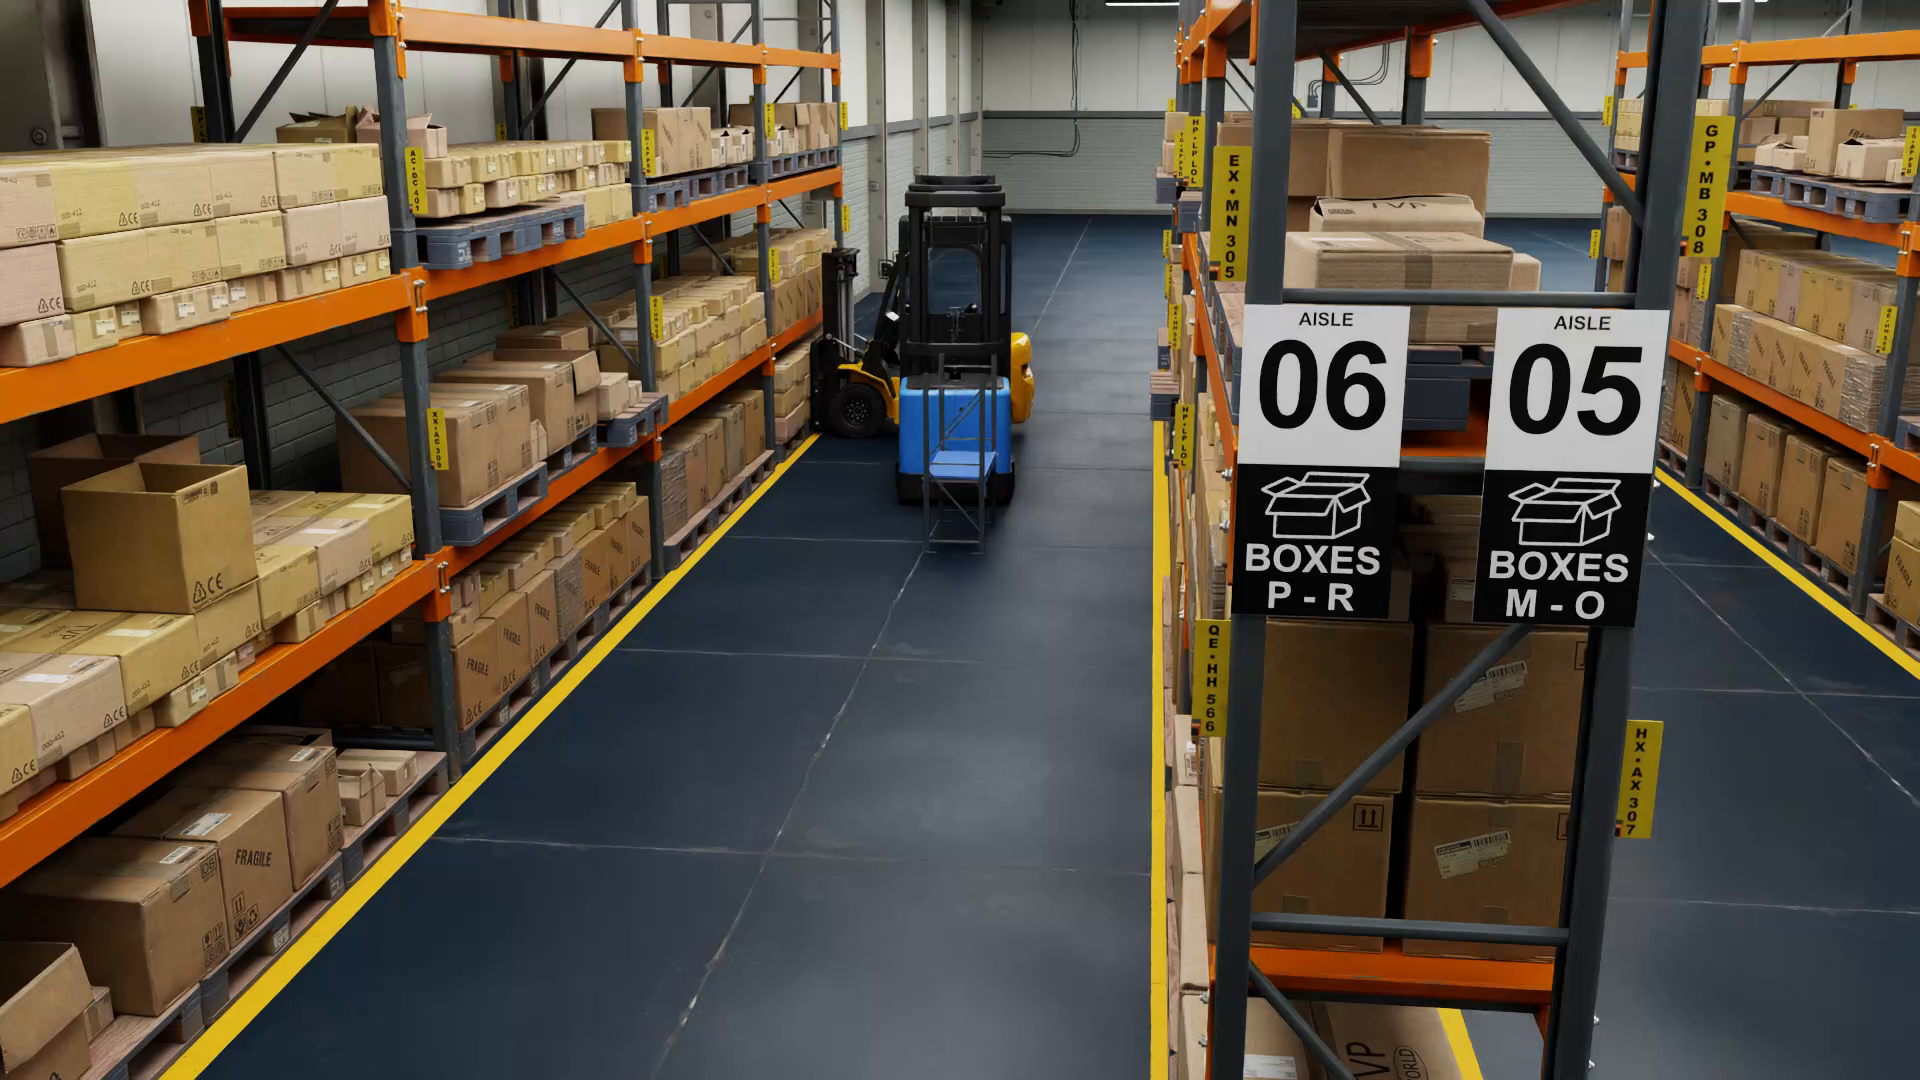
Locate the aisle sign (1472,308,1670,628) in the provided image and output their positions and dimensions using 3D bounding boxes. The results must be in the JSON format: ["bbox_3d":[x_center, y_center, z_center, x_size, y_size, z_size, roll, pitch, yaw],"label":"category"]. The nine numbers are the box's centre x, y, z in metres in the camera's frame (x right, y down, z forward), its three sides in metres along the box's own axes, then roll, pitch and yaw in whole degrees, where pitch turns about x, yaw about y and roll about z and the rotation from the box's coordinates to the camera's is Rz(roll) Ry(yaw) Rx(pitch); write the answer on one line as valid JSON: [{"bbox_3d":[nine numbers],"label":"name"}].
[{"bbox_3d":[1.483,-0.168,4.058,0.394,0.787,0.004,2,15,6],"label":"aisle sign"}]

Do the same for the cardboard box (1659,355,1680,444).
[{"bbox_3d":[7.725,-1.505,17.249,0.875,0.875,0.875,2,15,7],"label":"cardboard box"}]

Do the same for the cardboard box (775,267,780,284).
[{"bbox_3d":[-2.050,-2.702,16.973,0.380,0.149,0.250,2,15,8],"label":"cardboard box"}]

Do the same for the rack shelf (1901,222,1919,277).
[{"bbox_3d":[6.810,-1.478,9.513,1.077,0.370,4.000,2,15,6],"label":"rack shelf"}]

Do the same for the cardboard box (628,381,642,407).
[{"bbox_3d":[-2.519,-1.061,12.015,0.380,0.149,0.250,2,15,7],"label":"cardboard box"}]

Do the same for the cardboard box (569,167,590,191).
[{"bbox_3d":[-2.716,-2.430,11.179,0.380,0.149,0.250,2,15,6],"label":"cardboard box"}]

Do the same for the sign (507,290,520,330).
[{"bbox_3d":[-3.378,-1.735,12.615,0.100,0.325,0.005,2,15,6],"label":"sign"}]

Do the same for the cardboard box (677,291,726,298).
[{"bbox_3d":[-2.308,-2.132,14.867,0.380,0.149,0.250,2,15,7],"label":"cardboard box"}]

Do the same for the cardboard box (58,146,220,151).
[{"bbox_3d":[-3.659,-1.629,7.453,0.500,0.250,0.500,1,15,5],"label":"cardboard box"}]

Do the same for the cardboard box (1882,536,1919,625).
[{"bbox_3d":[6.702,0.284,11.350,0.500,0.500,0.500,1,15,4],"label":"cardboard box"}]

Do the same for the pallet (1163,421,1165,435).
[{"bbox_3d":[2.733,-1.199,18.194,1.003,0.211,1.213,2,15,6],"label":"pallet"}]

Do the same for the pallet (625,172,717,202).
[{"bbox_3d":[-2.716,-2.986,14.075,1.003,0.211,1.213,2,15,9],"label":"pallet"}]

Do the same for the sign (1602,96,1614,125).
[{"bbox_3d":[7.388,-4.897,18.953,0.100,0.325,0.005,2,15,6],"label":"sign"}]

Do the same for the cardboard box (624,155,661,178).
[{"bbox_3d":[-2.485,-2.829,12.581,0.380,0.166,0.250,2,15,6],"label":"cardboard box"}]

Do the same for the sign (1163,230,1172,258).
[{"bbox_3d":[2.469,-3.524,19.791,0.100,0.325,0.005,2,15,6],"label":"sign"}]

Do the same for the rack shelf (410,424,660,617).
[{"bbox_3d":[-3.052,-0.295,10.884,1.077,0.370,4.000,2,15,6],"label":"rack shelf"}]

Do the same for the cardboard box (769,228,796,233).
[{"bbox_3d":[-2.174,-3.660,19.946,0.380,0.149,0.250,1,15,5],"label":"cardboard box"}]

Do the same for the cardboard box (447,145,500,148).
[{"bbox_3d":[-3.249,-2.520,10.944,0.380,0.149,0.250,2,15,6],"label":"cardboard box"}]

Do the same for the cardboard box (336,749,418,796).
[{"bbox_3d":[-3.049,1.203,8.623,0.380,0.149,0.250,1,15,5],"label":"cardboard box"}]

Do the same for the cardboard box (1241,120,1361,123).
[{"bbox_3d":[2.183,-2.452,10.742,0.700,0.500,0.500,1,15,3],"label":"cardboard box"}]

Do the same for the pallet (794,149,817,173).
[{"bbox_3d":[-2.165,-4.141,18.153,1.003,0.211,1.213,2,15,6],"label":"pallet"}]

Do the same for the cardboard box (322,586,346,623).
[{"bbox_3d":[-3.133,0.292,7.819,0.380,0.149,0.250,2,15,8],"label":"cardboard box"}]

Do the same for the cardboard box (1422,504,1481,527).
[{"bbox_3d":[1.620,-0.003,5.076,0.380,0.149,0.250,2,15,8],"label":"cardboard box"}]

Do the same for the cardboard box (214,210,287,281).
[{"bbox_3d":[-3.201,-1.242,6.981,0.500,0.250,0.500,2,15,7],"label":"cardboard box"}]

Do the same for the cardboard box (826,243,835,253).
[{"bbox_3d":[-1.684,-3.432,19.673,0.380,0.149,0.250,2,15,7],"label":"cardboard box"}]

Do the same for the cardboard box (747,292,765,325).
[{"bbox_3d":[-2.177,-2.232,16.001,0.500,0.250,0.500,1,15,5],"label":"cardboard box"}]

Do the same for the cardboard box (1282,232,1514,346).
[{"bbox_3d":[1.164,-0.687,4.500,0.500,0.250,0.500,0,15,1],"label":"cardboard box"}]

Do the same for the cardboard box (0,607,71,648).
[{"bbox_3d":[-3.821,0.454,6.455,0.500,0.250,0.500,2,15,8],"label":"cardboard box"}]

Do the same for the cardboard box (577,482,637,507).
[{"bbox_3d":[-2.631,-0.334,12.394,0.380,0.149,0.250,1,15,4],"label":"cardboard box"}]

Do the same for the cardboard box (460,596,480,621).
[{"bbox_3d":[-3.019,0.408,9.648,0.380,0.149,0.250,1,15,5],"label":"cardboard box"}]

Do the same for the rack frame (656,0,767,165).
[{"bbox_3d":[-2.375,-5.094,15.762,1.000,3.000,0.127,2,15,6],"label":"rack frame"}]

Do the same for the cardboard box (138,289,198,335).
[{"bbox_3d":[-3.193,-0.883,6.417,0.380,0.149,0.250,2,15,6],"label":"cardboard box"}]

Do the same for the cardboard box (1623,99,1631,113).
[{"bbox_3d":[7.555,-4.791,18.346,0.380,0.149,0.250,2,15,7],"label":"cardboard box"}]

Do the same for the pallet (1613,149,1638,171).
[{"bbox_3d":[7.865,-4.183,18.310,1.003,0.211,1.213,2,15,6],"label":"pallet"}]

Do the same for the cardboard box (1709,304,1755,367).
[{"bbox_3d":[7.160,-1.853,15.078,0.500,0.500,0.500,2,15,7],"label":"cardboard box"}]

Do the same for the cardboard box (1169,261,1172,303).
[{"bbox_3d":[2.519,-2.769,17.894,0.500,0.500,0.500,1,15,5],"label":"cardboard box"}]

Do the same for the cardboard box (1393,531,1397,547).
[{"bbox_3d":[1.592,0.278,5.280,0.500,0.500,0.500,1,15,5],"label":"cardboard box"}]

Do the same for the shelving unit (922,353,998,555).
[{"bbox_3d":[0.010,-0.746,14.048,0.538,1.500,1.048,2,15,6],"label":"shelving unit"}]

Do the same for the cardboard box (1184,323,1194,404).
[{"bbox_3d":[1.627,-1.032,10.126,0.500,0.500,0.500,2,15,7],"label":"cardboard box"}]

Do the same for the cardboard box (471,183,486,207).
[{"bbox_3d":[-2.854,-1.902,9.187,0.380,0.149,0.250,2,15,7],"label":"cardboard box"}]

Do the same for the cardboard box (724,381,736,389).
[{"bbox_3d":[-2.512,-1.690,17.212,0.500,0.250,0.500,2,15,7],"label":"cardboard box"}]

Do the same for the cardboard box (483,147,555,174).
[{"bbox_3d":[-2.693,-2.310,10.129,0.380,0.149,0.250,2,15,7],"label":"cardboard box"}]

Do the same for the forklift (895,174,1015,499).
[{"bbox_3d":[-0.046,-2.116,16.372,1.130,2.935,3.031,0,15,0],"label":"forklift"}]

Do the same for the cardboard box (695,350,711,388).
[{"bbox_3d":[-2.421,-1.460,14.104,0.500,0.250,0.500,1,15,4],"label":"cardboard box"}]

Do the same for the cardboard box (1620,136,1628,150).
[{"bbox_3d":[7.553,-4.403,18.437,0.380,0.149,0.250,2,15,7],"label":"cardboard box"}]

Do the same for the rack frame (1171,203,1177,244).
[{"bbox_3d":[3.009,-3.090,19.845,1.000,3.000,0.127,2,15,6],"label":"rack frame"}]

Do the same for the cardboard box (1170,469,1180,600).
[{"bbox_3d":[1.945,-0.016,11.740,0.875,0.875,0.875,2,15,6],"label":"cardboard box"}]

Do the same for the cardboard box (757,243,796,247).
[{"bbox_3d":[-1.978,-3.114,17.926,0.380,0.149,0.250,2,15,6],"label":"cardboard box"}]

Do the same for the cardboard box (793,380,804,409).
[{"bbox_3d":[-1.959,-1.562,17.698,0.500,0.250,0.500,2,15,6],"label":"cardboard box"}]

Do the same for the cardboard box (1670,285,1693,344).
[{"bbox_3d":[7.556,-2.245,16.431,0.875,0.550,0.550,2,15,6],"label":"cardboard box"}]

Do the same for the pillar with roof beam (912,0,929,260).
[{"bbox_3d":[3.411,-10.519,35.825,9.100,9.000,0.400,2,15,6],"label":"pillar with roof beam"}]

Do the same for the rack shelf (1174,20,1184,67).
[{"bbox_3d":[2.783,-5.119,17.238,1.077,0.370,4.000,2,15,6],"label":"rack shelf"}]

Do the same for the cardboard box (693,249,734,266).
[{"bbox_3d":[-2.553,-2.928,17.239,0.380,0.149,0.250,2,15,6],"label":"cardboard box"}]

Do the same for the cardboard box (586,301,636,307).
[{"bbox_3d":[-2.972,-1.947,14.183,0.380,0.149,0.250,1,15,5],"label":"cardboard box"}]
